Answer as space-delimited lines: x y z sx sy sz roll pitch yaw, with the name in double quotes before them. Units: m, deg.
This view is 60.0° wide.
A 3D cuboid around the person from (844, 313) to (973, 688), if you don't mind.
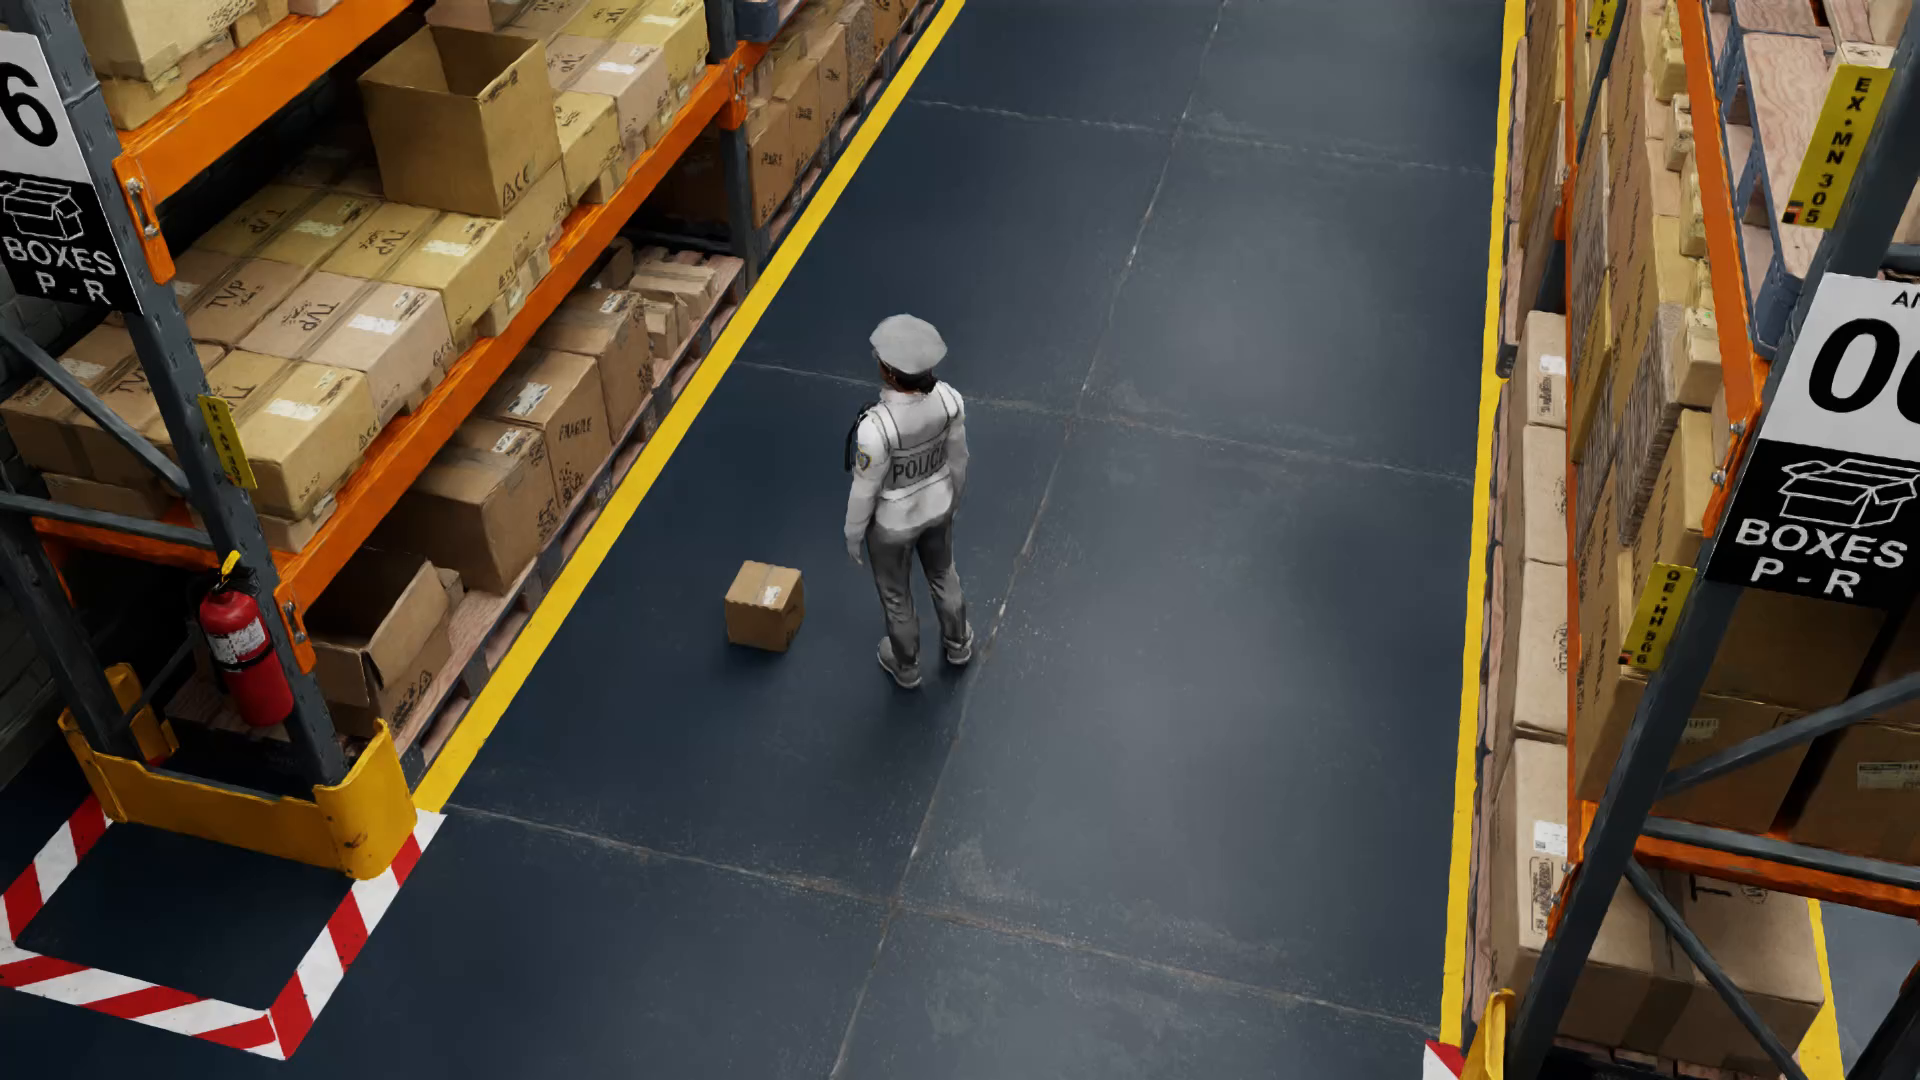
"person" -0.178 -0.124 6.271 0.616 1.689 0.346 -28 49 -28
